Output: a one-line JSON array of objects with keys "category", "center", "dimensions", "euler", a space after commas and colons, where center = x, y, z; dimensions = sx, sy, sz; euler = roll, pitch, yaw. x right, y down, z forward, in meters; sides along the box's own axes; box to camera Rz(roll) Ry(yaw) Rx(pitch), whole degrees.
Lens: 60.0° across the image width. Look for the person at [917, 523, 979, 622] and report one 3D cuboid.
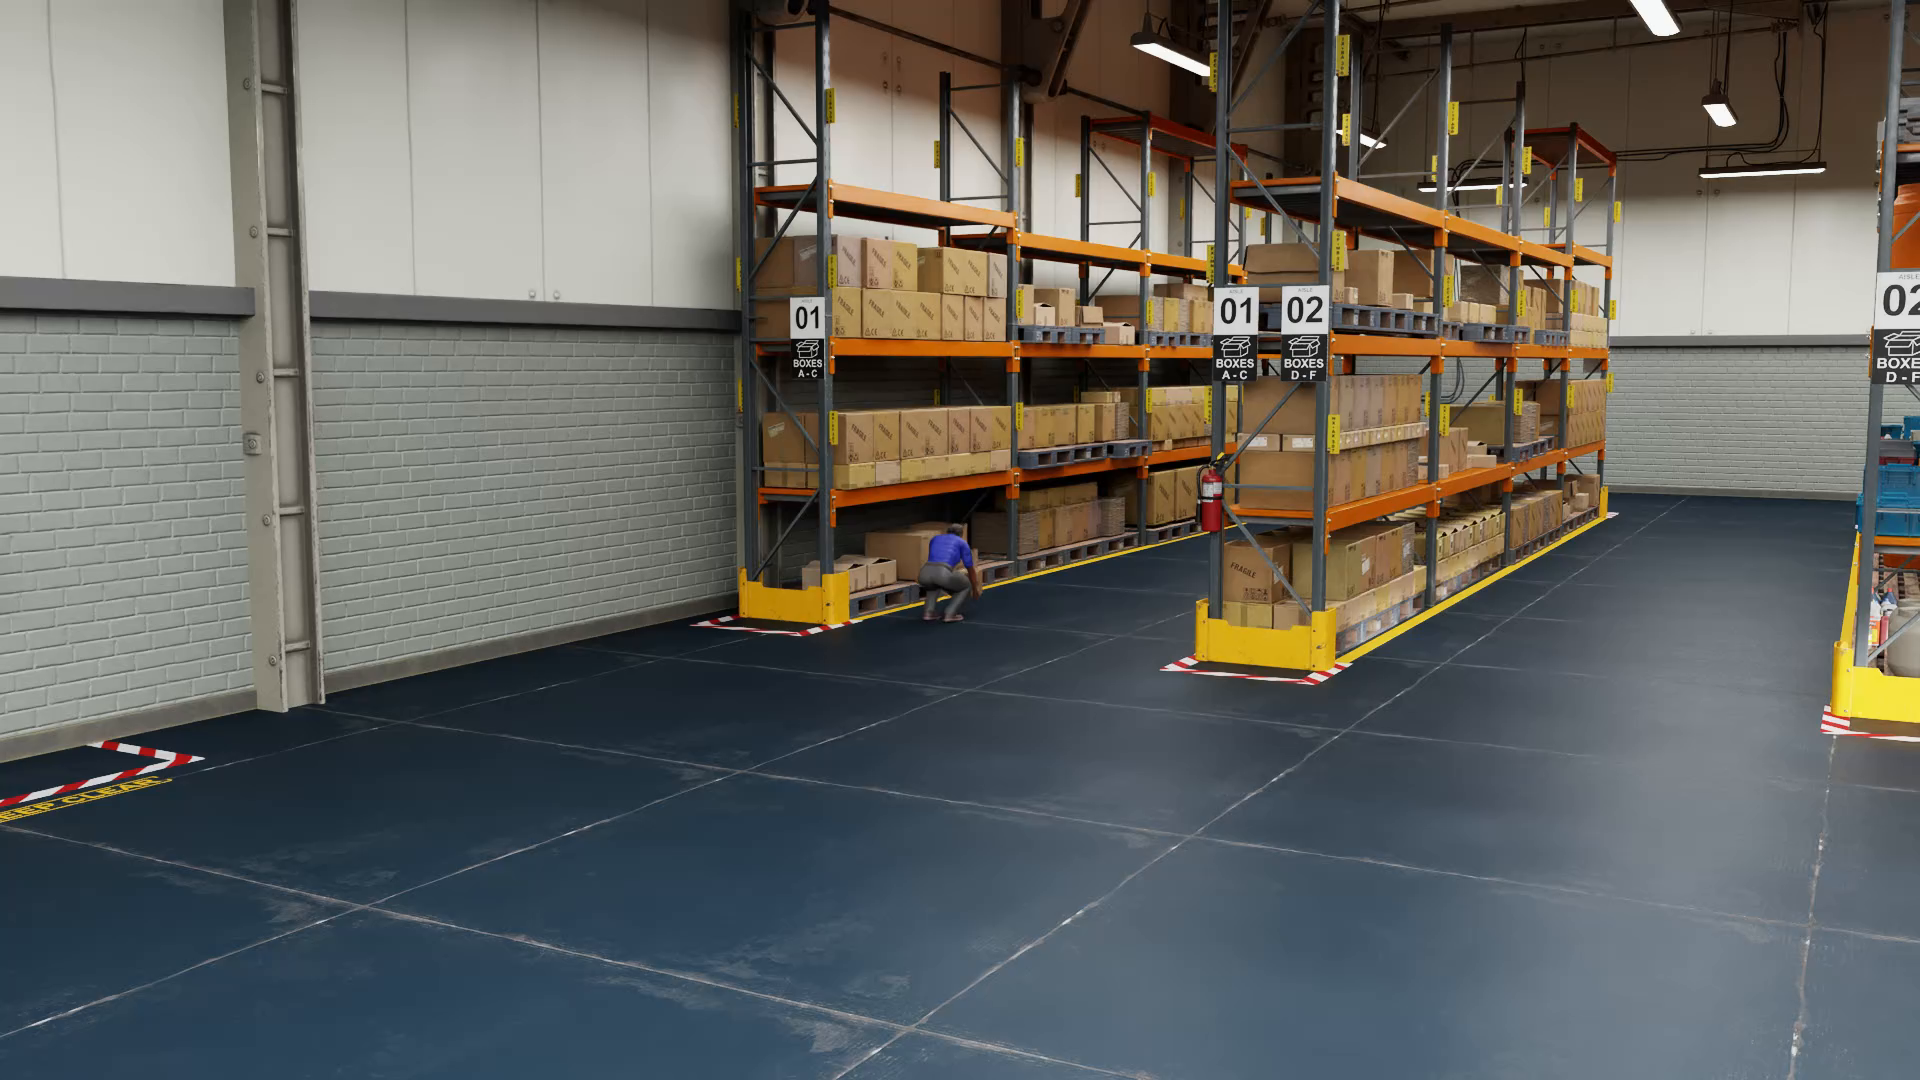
[{"category": "person", "center": [-0.130, 0.344, 16.733], "dimensions": [0.484, 0.910, 0.821], "euler": [3, 7, 28]}]
